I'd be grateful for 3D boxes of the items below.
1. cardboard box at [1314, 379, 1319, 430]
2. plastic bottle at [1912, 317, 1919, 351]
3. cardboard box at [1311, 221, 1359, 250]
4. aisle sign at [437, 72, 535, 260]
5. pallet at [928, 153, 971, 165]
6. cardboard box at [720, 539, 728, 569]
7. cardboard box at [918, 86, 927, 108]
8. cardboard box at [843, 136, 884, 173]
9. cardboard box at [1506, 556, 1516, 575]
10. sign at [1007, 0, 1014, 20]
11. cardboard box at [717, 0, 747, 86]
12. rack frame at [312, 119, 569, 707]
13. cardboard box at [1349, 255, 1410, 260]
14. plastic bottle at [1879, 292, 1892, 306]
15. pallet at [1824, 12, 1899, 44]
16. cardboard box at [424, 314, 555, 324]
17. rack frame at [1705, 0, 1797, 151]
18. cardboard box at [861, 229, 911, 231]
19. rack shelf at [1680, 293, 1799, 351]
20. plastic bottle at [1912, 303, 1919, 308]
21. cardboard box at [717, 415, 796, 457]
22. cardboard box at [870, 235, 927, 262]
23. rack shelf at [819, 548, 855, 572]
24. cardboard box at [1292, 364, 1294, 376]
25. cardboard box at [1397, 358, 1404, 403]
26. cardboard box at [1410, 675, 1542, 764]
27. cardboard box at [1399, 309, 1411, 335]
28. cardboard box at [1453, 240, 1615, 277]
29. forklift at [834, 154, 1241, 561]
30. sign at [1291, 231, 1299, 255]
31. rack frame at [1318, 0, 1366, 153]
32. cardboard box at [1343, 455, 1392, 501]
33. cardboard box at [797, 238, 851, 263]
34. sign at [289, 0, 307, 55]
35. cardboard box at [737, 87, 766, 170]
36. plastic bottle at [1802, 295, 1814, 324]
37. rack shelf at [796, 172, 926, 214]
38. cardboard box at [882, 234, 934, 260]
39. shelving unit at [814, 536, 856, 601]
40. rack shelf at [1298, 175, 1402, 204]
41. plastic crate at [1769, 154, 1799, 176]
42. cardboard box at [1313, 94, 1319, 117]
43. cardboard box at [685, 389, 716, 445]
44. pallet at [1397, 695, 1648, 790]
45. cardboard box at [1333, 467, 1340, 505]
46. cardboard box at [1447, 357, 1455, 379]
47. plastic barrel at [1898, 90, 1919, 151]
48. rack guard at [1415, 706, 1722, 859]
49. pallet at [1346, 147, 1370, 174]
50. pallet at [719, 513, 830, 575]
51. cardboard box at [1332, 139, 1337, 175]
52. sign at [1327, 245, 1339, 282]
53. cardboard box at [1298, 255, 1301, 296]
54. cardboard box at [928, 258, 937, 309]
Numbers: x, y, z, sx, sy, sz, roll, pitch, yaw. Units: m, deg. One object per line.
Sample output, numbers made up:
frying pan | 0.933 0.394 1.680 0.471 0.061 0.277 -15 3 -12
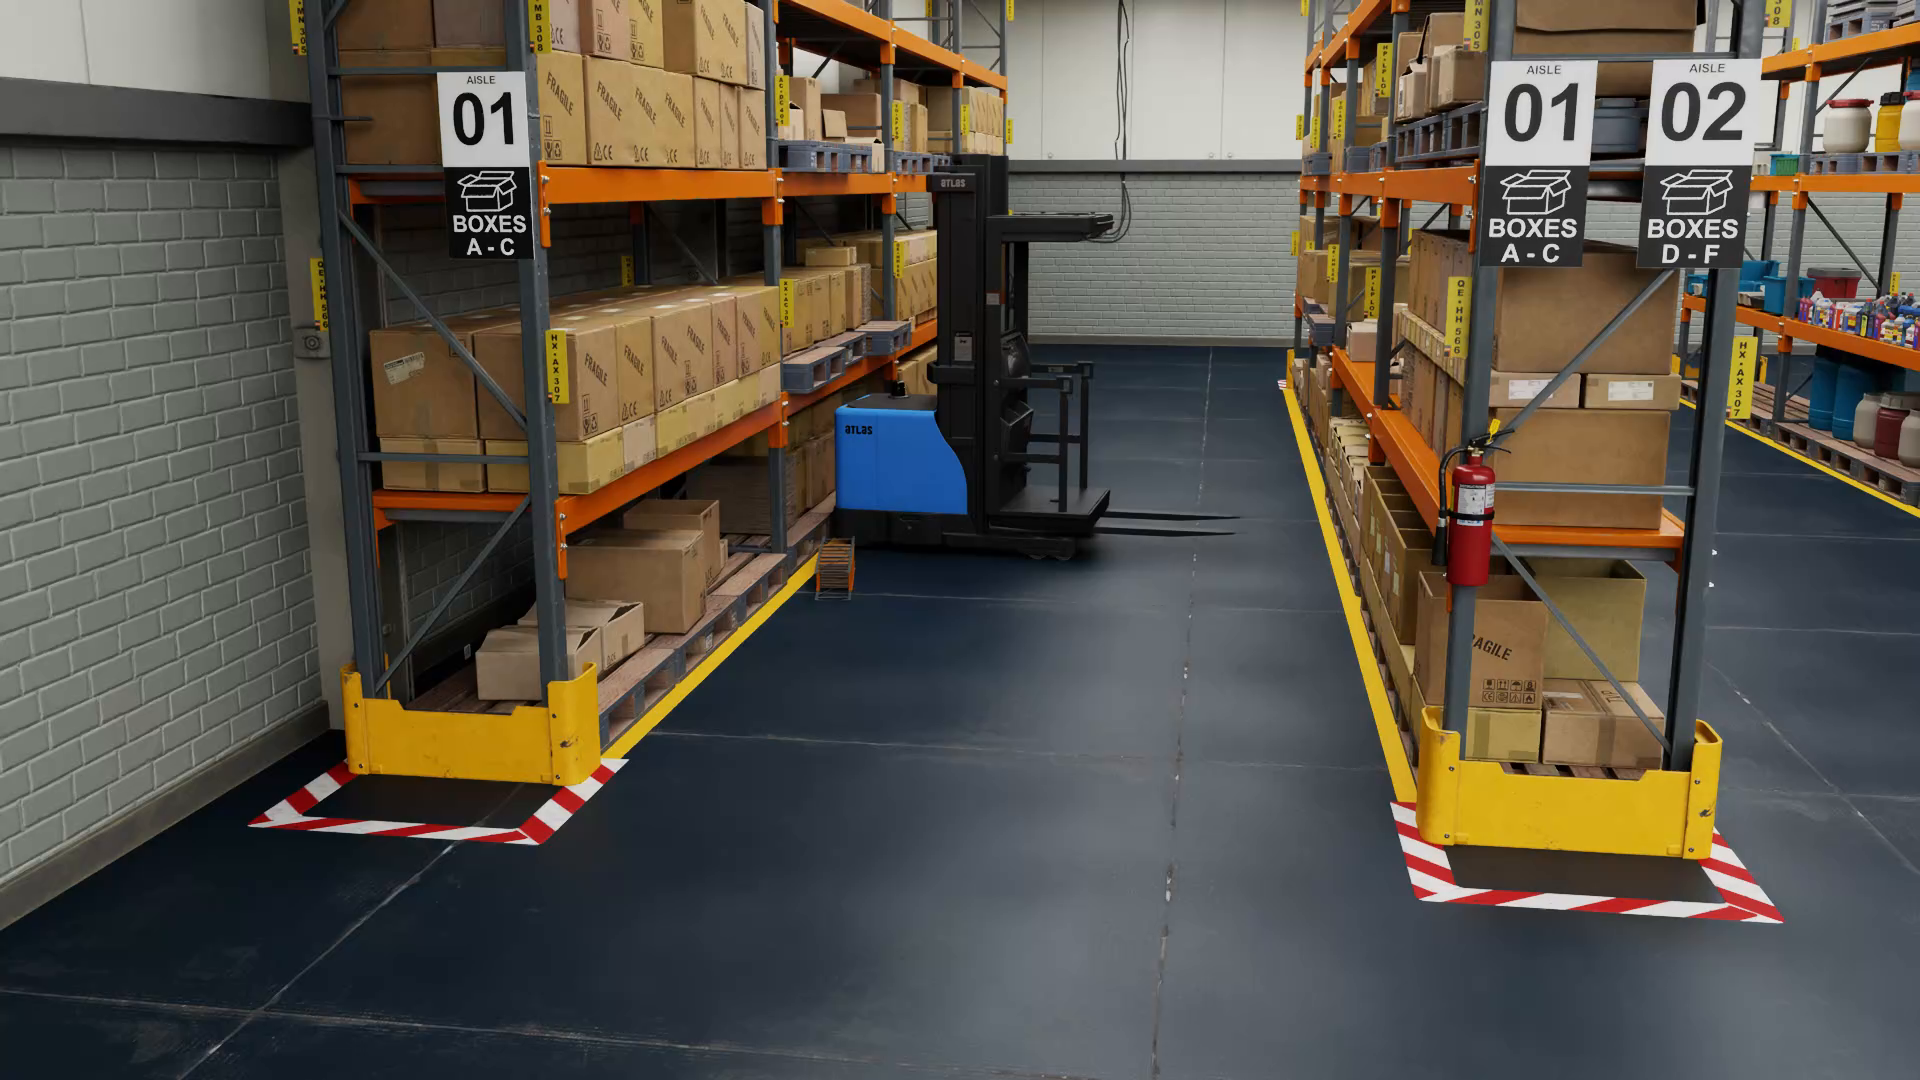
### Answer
cardboard box | 3.941 -1.387 17.200 0.500 0.500 0.500 2 12 9
plastic bottle | 8.366 -1.797 14.490 0.061 0.283 0.133 2 12 9
cardboard box | 4.233 -3.354 18.824 0.500 0.500 0.500 2 12 9
aisle sign | -2.044 -1.610 7.174 0.394 0.787 0.004 2 12 9
pallet | -0.348 -4.455 19.635 1.003 0.211 1.213 2 12 9
cardboard box | -1.767 0.086 11.157 0.380 0.166 0.250 0 12 1
cardboard box | -0.607 -5.029 19.429 0.500 0.500 0.500 2 12 8
cardboard box | -0.943 -3.303 14.245 0.500 0.311 0.500 2 12 9
cardboard box | 3.007 0.255 8.440 0.500 0.500 0.500 2 12 9
sign | 0.665 -7.102 22.183 0.100 0.325 0.005 2 12 9
cardboard box | -1.598 -2.982 9.933 0.500 0.500 0.500 3 12 12
rack frame | -2.330 -0.364 7.562 1.000 3.000 0.127 2 12 9
cardboard box | 4.201 -2.587 16.642 0.700 0.500 0.500 -1 12 -6
plastic bottle | 9.345 -2.320 16.754 0.144 0.351 0.185 2 12 9
pallet | 9.208 -5.013 16.290 1.003 0.211 1.213 2 12 9
cardboard box | -2.380 -0.876 8.469 0.500 0.500 0.500 2 12 9
rack frame | 9.920 -6.306 20.896 1.000 3.000 0.127 2 12 9
cardboard box | -0.812 -3.345 18.625 0.500 0.250 0.500 2 12 10
rack shelf | 9.613 -2.606 19.672 1.077 0.370 4.000 2 12 9
plastic bottle | 9.430 -2.207 16.408 0.152 0.276 0.135 2 12 9
cardboard box | -1.553 -0.802 12.703 0.500 0.250 0.500 2 12 7
cardboard box | -0.620 -2.902 16.569 0.500 0.250 0.500 2 12 9
rack shelf | -0.877 0.149 11.843 0.258 0.180 0.103 0 12 -2
cardboard box | 4.584 -2.237 21.934 0.380 0.166 0.250 2 12 9
cardboard box | 3.214 -1.068 11.183 0.500 0.250 0.500 3 12 12
cardboard box | 2.356 0.813 7.629 0.500 0.250 0.500 2 12 9
cardboard box | 2.948 -1.353 10.375 0.380 0.149 0.250 2 12 9
cardboard box | 2.811 -1.210 8.170 0.700 0.500 0.500 2 12 9
forklift | 0.609 -1.403 12.547 3.031 2.935 1.130 3 12 13
sign | 4.490 -3.976 22.266 0.100 0.325 0.005 2 12 9
rack frame | 4.411 -5.635 17.780 1.000 3.000 0.127 2 12 9
cardboard box | 3.113 -0.478 12.291 0.500 0.311 0.500 2 12 8
cardboard box | -1.286 -2.703 15.644 0.500 0.250 0.500 2 12 10
sign | -2.875 -2.285 7.256 0.100 0.325 0.005 2 12 9
cardboard box | -1.548 -2.608 10.570 0.500 0.500 0.500 2 12 10
plastic bottle | 8.807 -2.394 17.257 0.061 0.283 0.133 2 12 9
rack shelf | -0.792 -3.560 16.981 1.077 0.370 4.000 2 12 9
cardboard box | -0.547 -3.009 17.063 0.500 0.250 0.500 2 12 7
shelving unit | -0.871 0.189 11.651 0.258 0.189 1.200 0 12 -2
rack shelf | 4.719 -4.233 20.104 1.077 0.370 4.000 2 12 9
plastic crate | 9.130 -4.125 18.293 0.416 0.233 0.300 2 12 9
cardboard box | 4.803 -5.330 20.875 0.700 0.500 0.500 2 12 9
cardboard box | -1.711 -0.711 9.482 0.500 0.250 0.500 2 12 9
pallet | 2.642 0.998 7.860 1.003 0.211 1.213 2 12 9
cardboard box | 3.275 -0.418 13.343 0.500 0.250 0.500 2 12 7
cardboard box | 2.595 -0.871 8.136 0.380 0.149 0.250 2 12 10
plastic barrel | 8.814 -3.820 15.161 0.433 0.535 0.433 0 12 0
rack guard | 2.562 1.023 7.061 1.175 0.500 0.348 2 12 9
pallet | 3.780 -3.099 13.583 1.213 0.211 1.003 2 12 11
pallet | -1.596 0.004 12.472 1.003 0.211 1.213 2 12 9
cardboard box | 3.988 -3.691 15.643 0.910 0.500 0.500 2 12 9
sign | 3.258 -2.412 14.507 0.100 0.325 0.005 2 12 9
cardboard box | 4.624 -3.392 21.377 0.500 0.500 0.500 2 12 8
cardboard box | -0.532 -2.647 17.164 0.500 0.500 0.500 2 12 10
